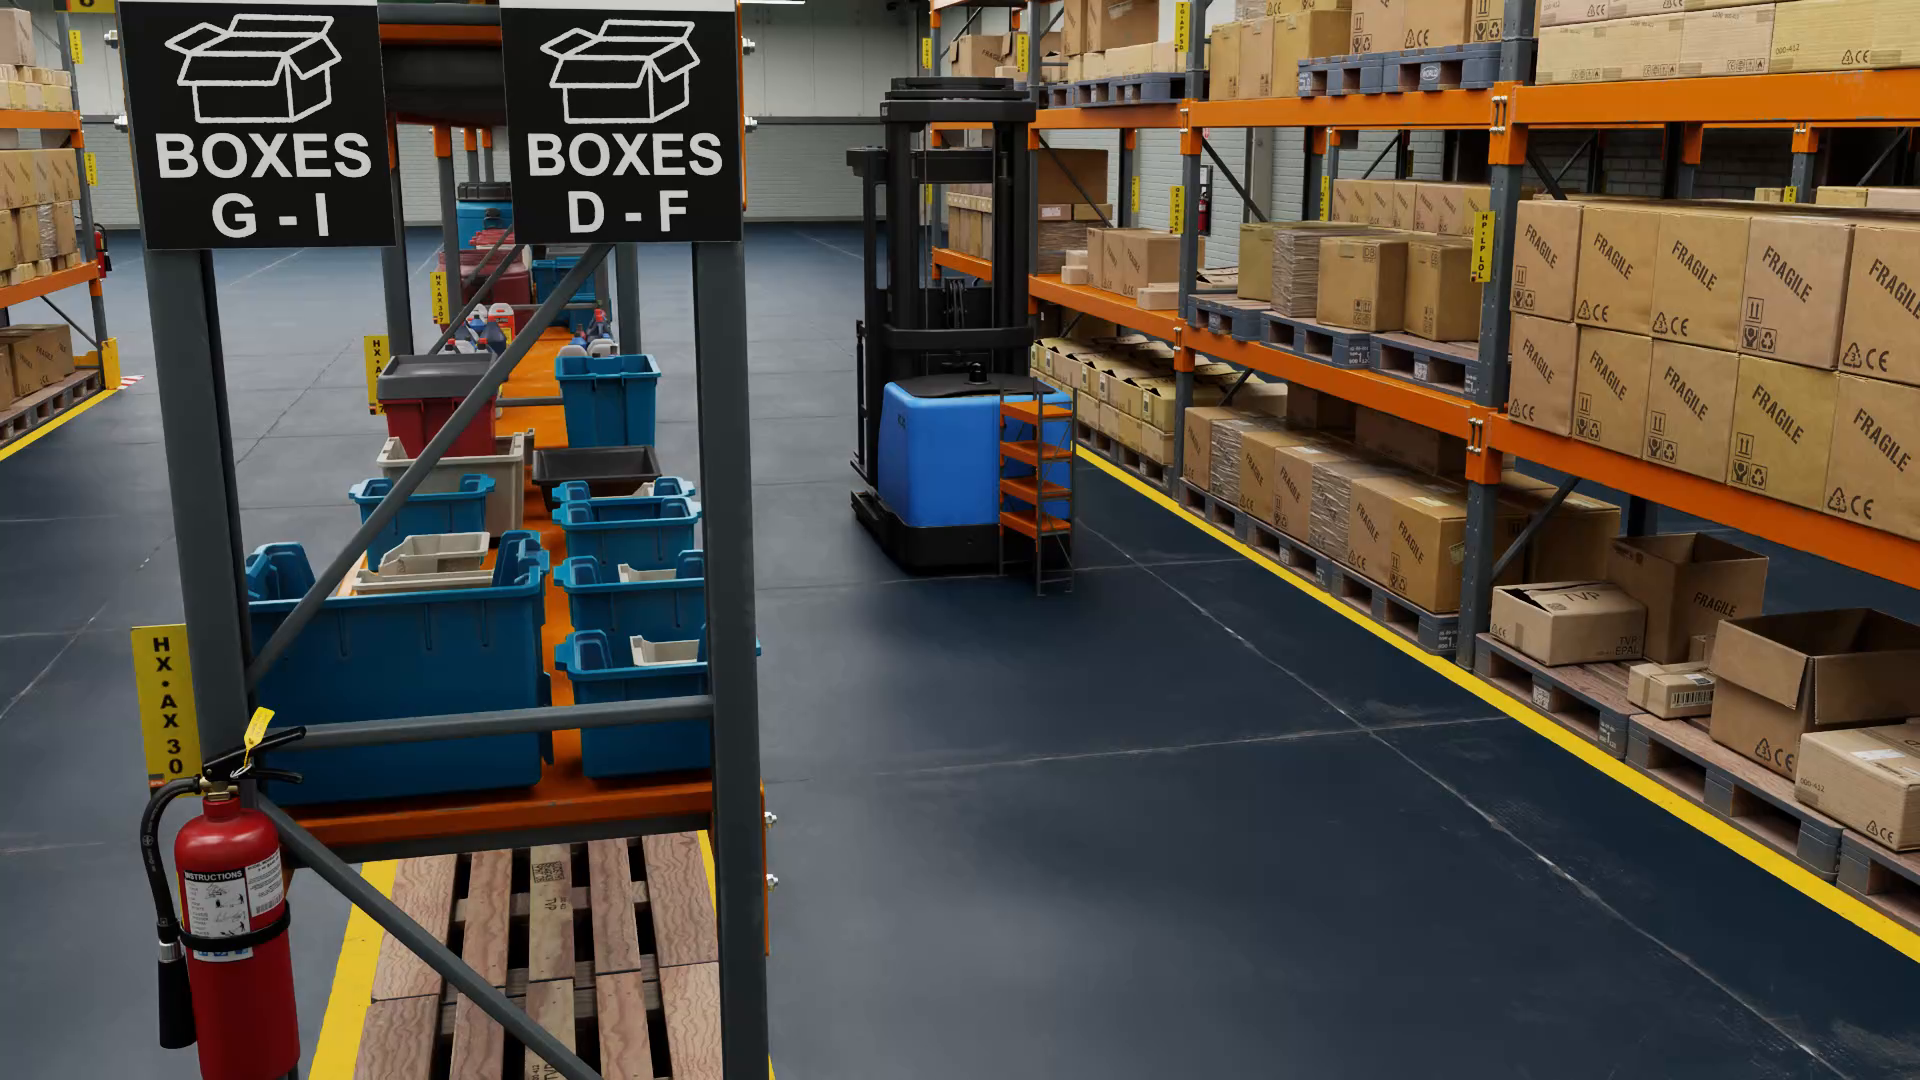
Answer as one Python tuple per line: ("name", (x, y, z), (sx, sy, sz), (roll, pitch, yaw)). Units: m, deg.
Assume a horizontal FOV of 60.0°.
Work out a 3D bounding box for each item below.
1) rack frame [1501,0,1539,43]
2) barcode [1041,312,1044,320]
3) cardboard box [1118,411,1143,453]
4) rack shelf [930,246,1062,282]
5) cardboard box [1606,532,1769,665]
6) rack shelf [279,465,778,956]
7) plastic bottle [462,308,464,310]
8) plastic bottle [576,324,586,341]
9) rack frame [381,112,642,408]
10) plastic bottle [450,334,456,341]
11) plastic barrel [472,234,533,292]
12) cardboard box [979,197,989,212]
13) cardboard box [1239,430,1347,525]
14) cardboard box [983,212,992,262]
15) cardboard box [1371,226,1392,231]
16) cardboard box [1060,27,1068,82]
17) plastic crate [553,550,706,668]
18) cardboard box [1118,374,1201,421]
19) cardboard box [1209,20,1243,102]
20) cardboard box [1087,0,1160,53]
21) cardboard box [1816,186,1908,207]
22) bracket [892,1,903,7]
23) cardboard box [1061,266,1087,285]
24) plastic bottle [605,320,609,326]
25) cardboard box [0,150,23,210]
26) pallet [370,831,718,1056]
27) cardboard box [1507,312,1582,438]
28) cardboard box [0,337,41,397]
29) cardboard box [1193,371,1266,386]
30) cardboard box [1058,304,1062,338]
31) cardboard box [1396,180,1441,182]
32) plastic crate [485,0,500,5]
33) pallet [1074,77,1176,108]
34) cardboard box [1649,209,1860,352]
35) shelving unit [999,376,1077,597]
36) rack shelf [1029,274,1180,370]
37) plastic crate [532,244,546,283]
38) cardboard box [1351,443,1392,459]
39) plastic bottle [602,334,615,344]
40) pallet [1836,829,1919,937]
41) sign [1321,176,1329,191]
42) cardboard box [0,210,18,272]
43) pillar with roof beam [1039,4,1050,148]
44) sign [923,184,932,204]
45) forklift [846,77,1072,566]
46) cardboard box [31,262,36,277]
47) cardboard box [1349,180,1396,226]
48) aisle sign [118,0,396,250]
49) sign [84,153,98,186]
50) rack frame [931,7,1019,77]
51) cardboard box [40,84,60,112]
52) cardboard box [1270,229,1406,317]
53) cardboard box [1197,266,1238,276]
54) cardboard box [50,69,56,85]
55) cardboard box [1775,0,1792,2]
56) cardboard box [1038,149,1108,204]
("rack frame", (2.988, -3.757, 7.344), (1.000, 3.000, 0.127), (-3, 14, -13))
("barcode", (0.764, -2.072, 15.405), (0.001, 0.075, 0.075), (-3, 14, -13))
("cardboard box", (1.563, -0.860, 13.037), (0.500, 0.250, 0.500), (-3, 14, -14))
("rack shelf", (0.639, -2.800, 17.584), (1.077, 0.370, 4.000), (-3, 14, -13))
("cardboard box", (3.397, 0.273, 7.827), (0.500, 0.500, 0.500), (-3, 14, -13))
("rack shelf", (-1.358, 0.243, 5.126), (1.077, 0.370, 4.000), (-3, 14, -13))
("plastic bottle", (-2.947, -1.237, 9.917), (0.061, 0.283, 0.133), (-3, 14, -13))
("plastic bottle", (-2.086, -1.050, 9.149), (0.061, 0.283, 0.133), (-3, 14, -13))
("rack frame", (-1.828, -0.567, 6.930), (1.000, 3.000, 0.127), (-3, 14, -13))
("plastic bottle", (-2.624, -0.920, 8.617), (0.061, 0.283, 0.133), (-3, 14, -13))
("plastic barrel", (-3.523, -2.077, 12.821), (0.433, 0.535, 0.433), (0, 14, 0))
("cardboard box", (0.412, -3.518, 17.427), (0.380, 0.149, 0.250), (-3, 14, -13))
("cardboard box", (2.119, -0.408, 10.615), (0.500, 0.500, 0.500), (-3, 14, -14))
("cardboard box", (0.633, -3.194, 17.470), (0.700, 0.500, 0.500), (-3, 14, -11))
("cardboard box", (5.039, -3.458, 19.034), (0.500, 0.250, 0.500), (-4, 14, -14))
("cardboard box", (1.247, -4.597, 15.712), (0.500, 0.500, 0.500), (-2, 14, -9))
("plastic crate", (-0.781, 0.180, 4.095), (0.416, 0.233, 0.300), (-3, 14, -13))
("cardboard box", (1.557, -1.133, 12.971), (0.500, 0.311, 0.500), (-4, 14, -14))
("cardboard box", (2.183, -3.172, 11.061), (0.910, 0.500, 0.500), (-3, 14, -13))
("cardboard box", (1.371, -4.366, 14.009), (0.500, 0.500, 0.500), (-2, 14, -8))
("cardboard box", (6.725, -2.484, 12.314), (0.500, 0.250, 0.500), (-3, 14, -12))
("bracket", (-1.917, -15.845, 49.237), (0.076, 0.066, 3.189), (-3, 14, -13))
("cardboard box", (1.118, -2.350, 14.757), (0.380, 0.149, 0.250), (-3, 14, -13))
("plastic bottle", (-1.989, -1.100, 9.357), (0.061, 0.283, 0.133), (-3, 14, -13))
("cardboard box", (-8.616, -3.164, 14.615), (0.500, 0.500, 0.500), (-3, 14, -13))
("pallet", (-1.328, 1.237, 5.421), (1.003, 0.211, 1.213), (-3, 14, -13))
("cardboard box", (2.842, -0.759, 7.501), (0.500, 0.500, 0.500), (-3, 14, -12))
("cardboard box", (-9.028, -1.623, 15.632), (0.500, 0.500, 0.500), (-2, 14, -8))
("cardboard box", (2.079, -1.164, 13.099), (0.500, 0.311, 0.500), (-4, 14, -15))
("cardboard box", (1.179, -2.160, 16.777), (0.500, 0.500, 0.500), (-3, 14, -13))
("cardboard box", (5.409, -3.976, 19.573), (0.500, 0.500, 0.500), (-3, 14, -12))
("plastic crate", (-0.980, -1.439, 4.309), (0.504, 0.338, 0.767), (-3, 14, -13))
("pallet", (1.536, -3.540, 13.175), (1.003, 0.211, 1.213), (-3, 14, -11))
("cardboard box", (3.067, -1.015, 6.444), (0.500, 0.500, 0.500), (-4, 14, -15))
("shelving unit", (0.449, -0.322, 9.715), (0.258, 1.200, 0.503), (-6, 15, -24))
("rack shelf", (1.578, -1.877, 13.807), (1.077, 0.370, 4.000), (-3, 14, -13))
("plastic crate", (-3.706, -2.511, 15.014), (0.767, 0.338, 0.504), (-3, 14, -13))
("cardboard box", (2.746, -0.322, 10.265), (0.500, 0.500, 0.500), (-4, 14, -15))
("plastic bottle", (-1.862, -0.951, 8.770), (0.097, 0.271, 0.097), (0, 14, 0))
("pallet", (3.721, 1.233, 5.434), (1.003, 0.211, 1.213), (-3, 14, -13))
("sign", (4.456, -4.278, 20.294), (0.100, 0.325, 0.005), (-3, 14, -13))
("cardboard box", (-8.650, -2.555, 14.226), (0.875, 0.500, 0.500), (-3, 14, -13))
("pillar with roof beam", (-2.423, -10.602, 35.360), (9.100, 9.000, 0.400), (-3, 14, -13))
("sign", (-0.372, -4.040, 19.154), (0.100, 0.325, 0.005), (-3, 14, -13))
("forklift", (-0.143, -1.569, 11.175), (1.130, 2.935, 3.031), (-3, 14, -13))
("cardboard box", (-8.748, -2.482, 15.294), (0.380, 0.149, 0.250), (-3, 14, -13))
("cardboard box", (4.910, -3.948, 19.459), (0.500, 0.500, 0.500), (-3, 14, -13))
("aisle sign", (-1.157, -0.875, 2.709), (0.394, 0.787, 0.004), (-3, 14, -13))
("sign", (-8.917, -3.802, 17.063), (0.100, 0.325, 0.005), (-3, 14, -13))
("rack frame", (0.169, -6.525, 18.675), (1.000, 3.000, 0.127), (-3, 14, -13))
("cardboard box", (-8.981, -4.232, 15.924), (0.500, 0.250, 0.500), (-3, 14, -13))
("cardboard box", (2.335, -1.657, 10.295), (0.700, 0.500, 0.500), (-1, 14, -3))
("cardboard box", (2.026, -1.939, 12.732), (0.500, 0.311, 0.500), (-3, 14, -14))
("cardboard box", (-8.974, -4.467, 16.048), (0.380, 0.149, 0.250), (-4, 14, -16))
("cardboard box", (3.203, -1.997, 5.724), (0.500, 0.250, 0.500), (-3, 14, -13))
("cardboard box", (0.998, -3.469, 15.862), (0.700, 0.500, 0.500), (-3, 14, -13))
